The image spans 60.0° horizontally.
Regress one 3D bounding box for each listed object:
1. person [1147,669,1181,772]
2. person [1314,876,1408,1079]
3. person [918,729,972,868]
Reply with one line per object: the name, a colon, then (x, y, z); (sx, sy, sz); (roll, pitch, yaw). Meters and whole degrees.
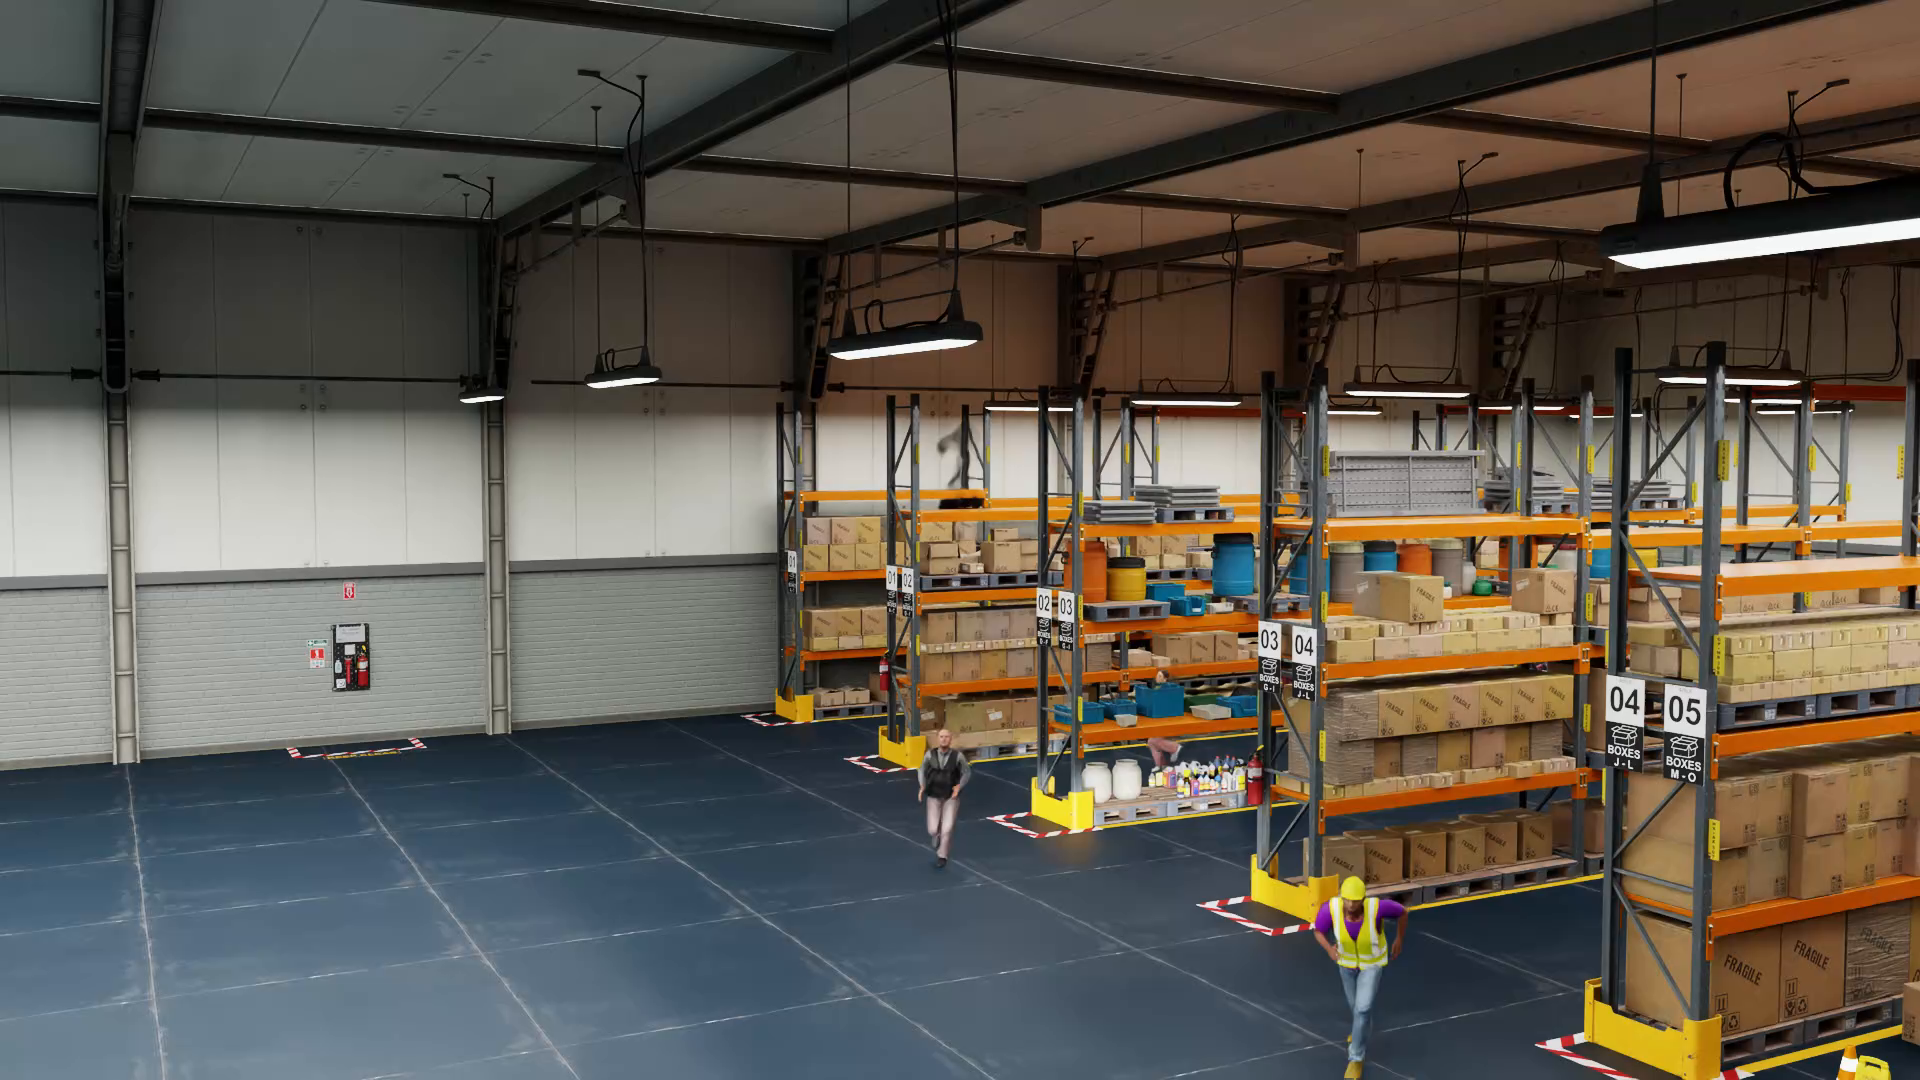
person: (3.228, 2.863, 26.455); (0.566, 1.630, 0.582); (-2, 4, -34)
person: (3.338, 3.570, 13.844); (0.747, 1.718, 1.047); (1, 3, 22)
person: (-0.195, 3.210, 20.564); (0.672, 1.607, 0.589); (0, 3, 7)
